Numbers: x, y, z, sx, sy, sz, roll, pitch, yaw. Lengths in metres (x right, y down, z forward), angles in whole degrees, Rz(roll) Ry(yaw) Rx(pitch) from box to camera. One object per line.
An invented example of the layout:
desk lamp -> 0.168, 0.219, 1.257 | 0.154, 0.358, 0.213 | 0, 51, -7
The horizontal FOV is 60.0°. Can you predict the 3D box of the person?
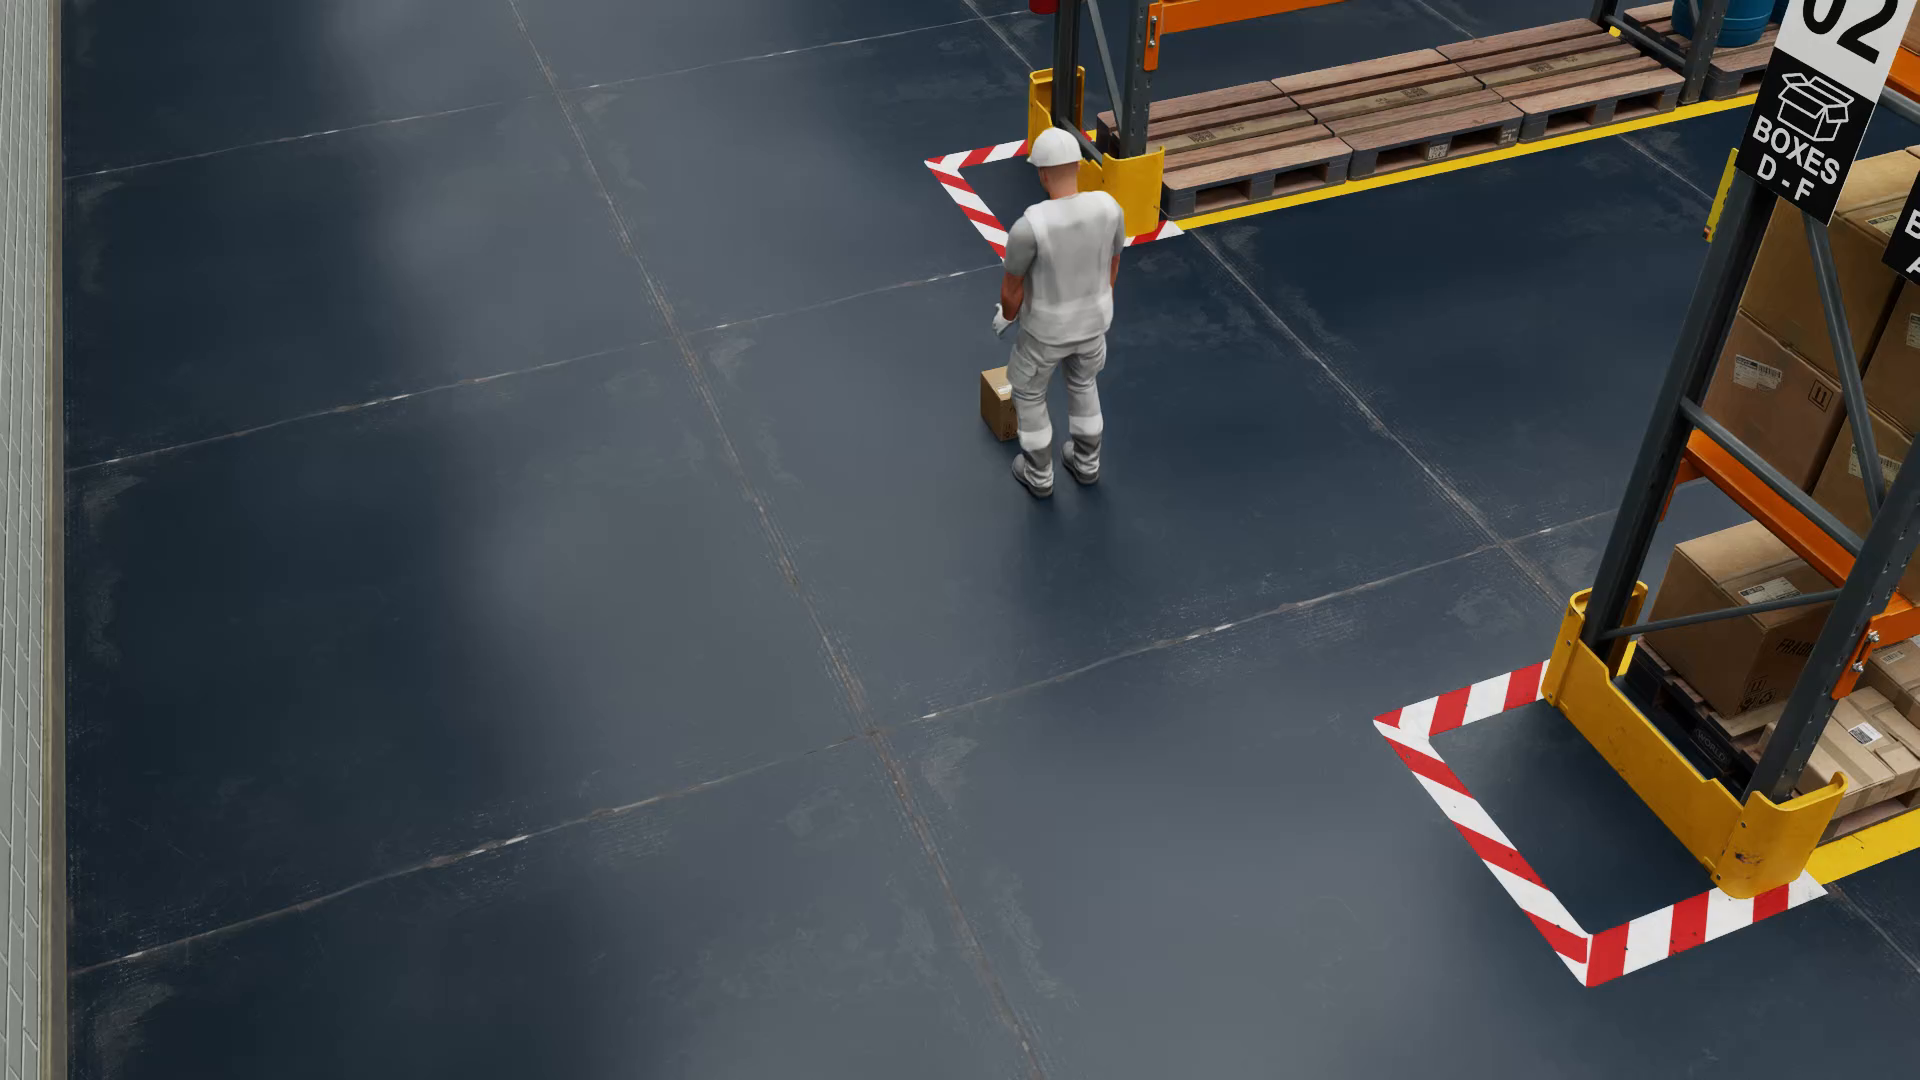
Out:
person -> 0.419, -0.960, 7.260 | 0.538, 1.751, 0.428 | -14, 43, -16
